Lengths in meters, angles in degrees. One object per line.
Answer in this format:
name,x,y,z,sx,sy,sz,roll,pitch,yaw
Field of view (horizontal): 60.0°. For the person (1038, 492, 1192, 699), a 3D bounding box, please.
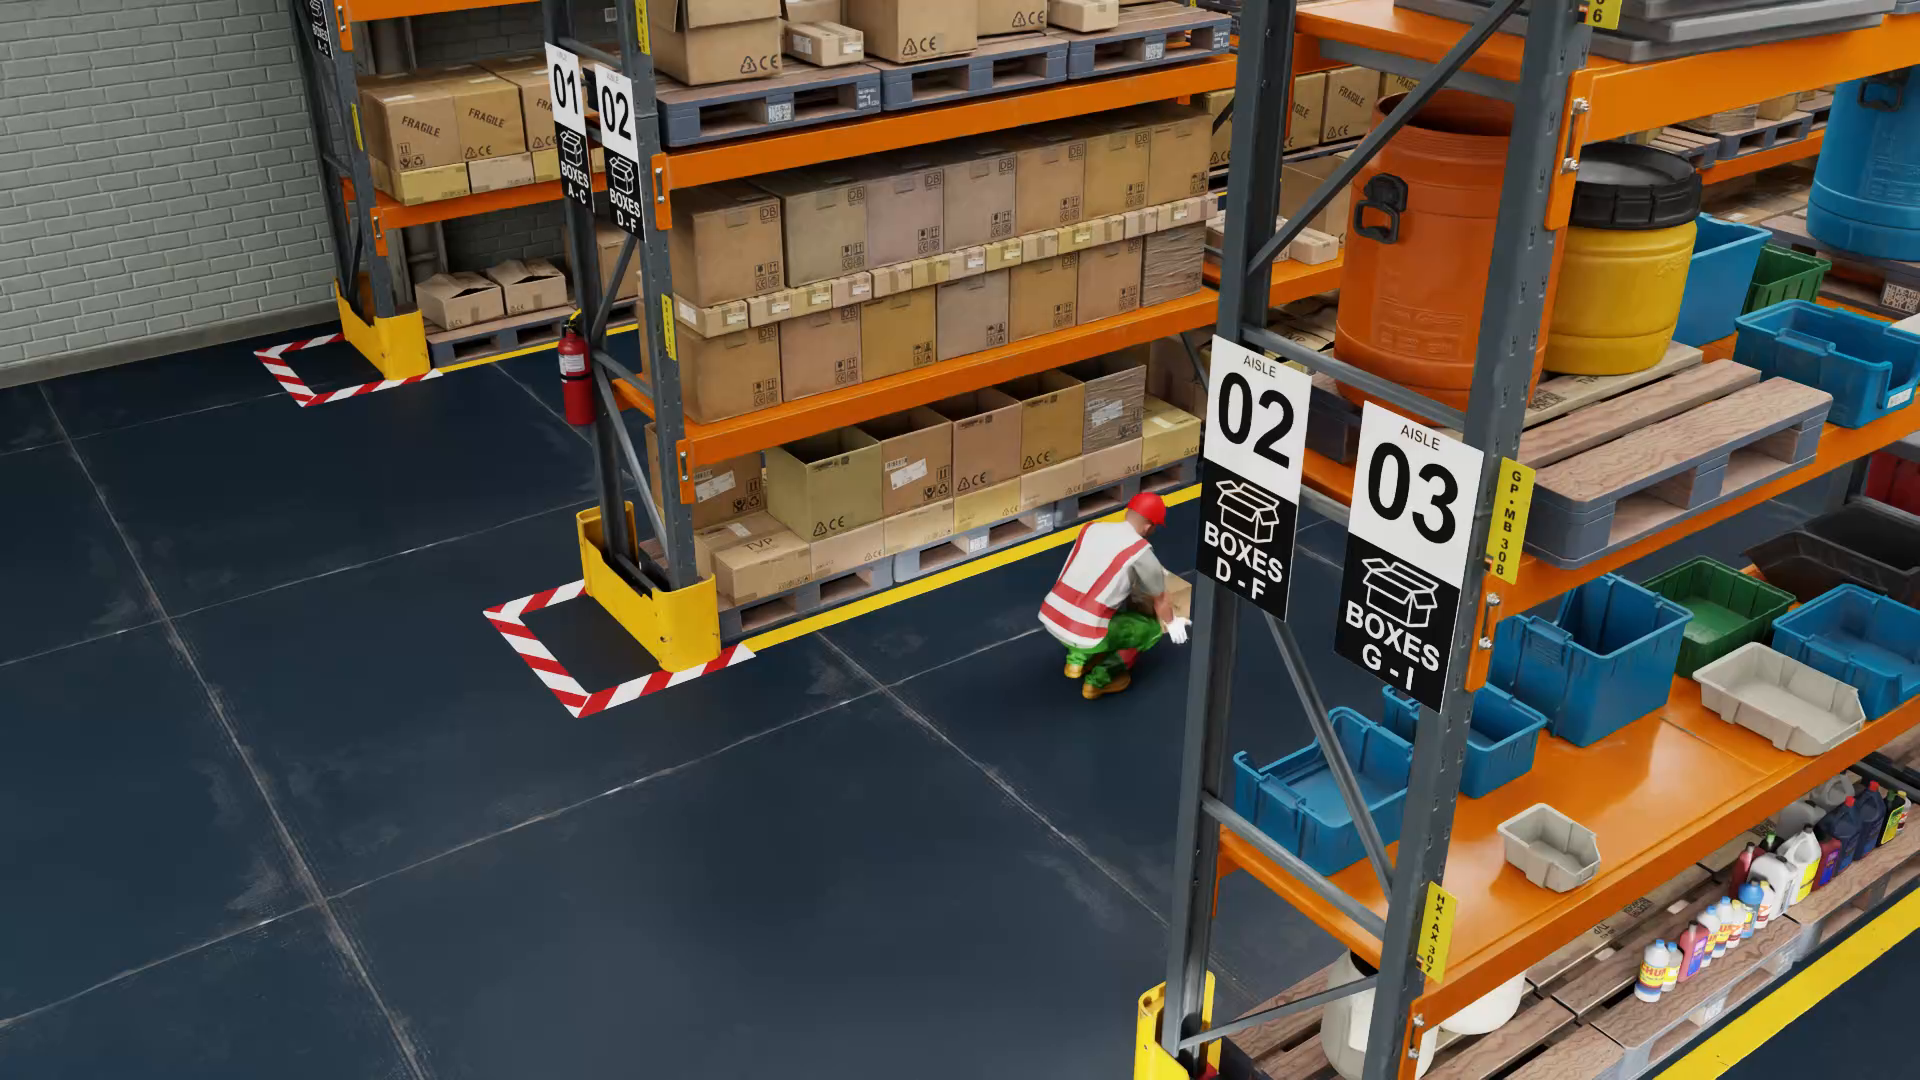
person,0.823,0.279,8.924,0.885,0.998,0.553,-19,34,-31
